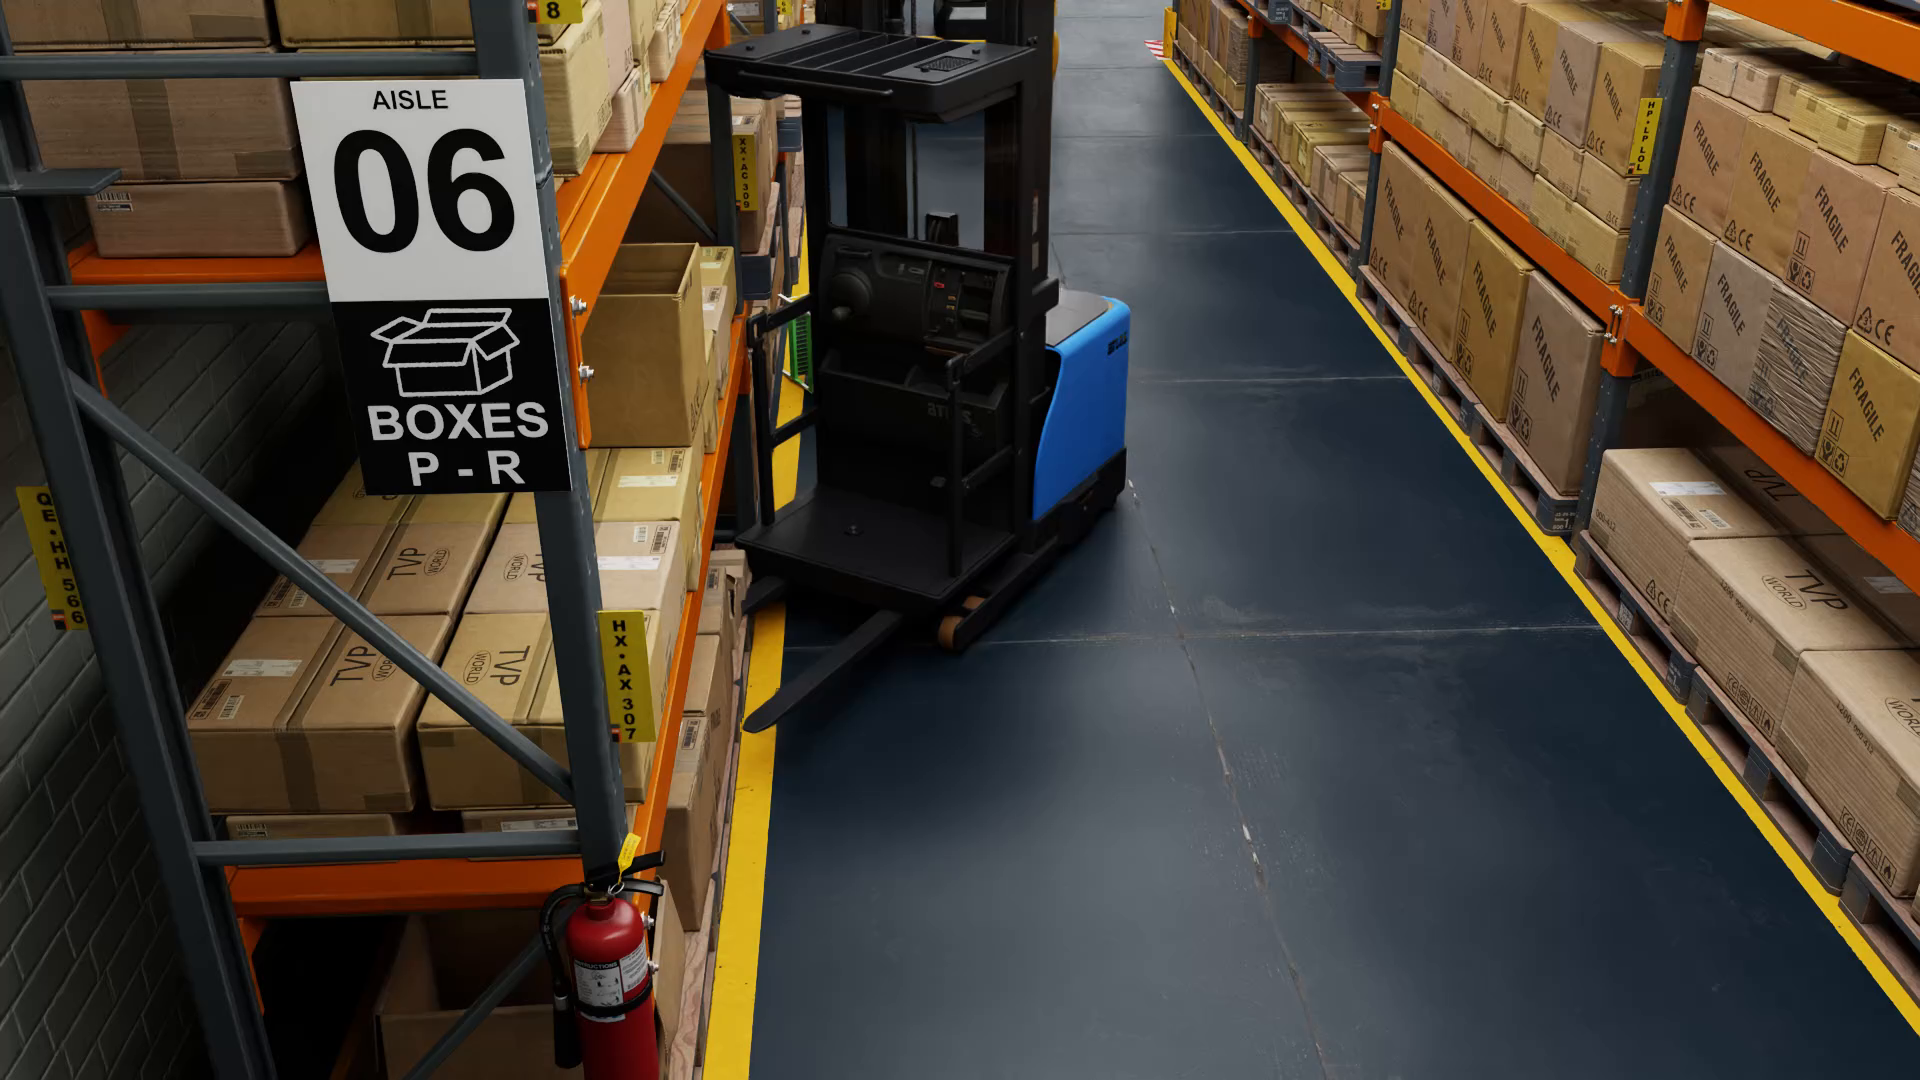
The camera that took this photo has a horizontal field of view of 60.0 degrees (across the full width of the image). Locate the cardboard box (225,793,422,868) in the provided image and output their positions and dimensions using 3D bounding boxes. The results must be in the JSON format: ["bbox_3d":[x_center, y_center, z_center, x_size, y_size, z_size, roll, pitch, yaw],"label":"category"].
[{"bbox_3d":[-1.532,0.653,4.026,0.380,0.149,0.250,-2,28,-3],"label":"cardboard box"}]

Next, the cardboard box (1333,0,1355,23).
[{"bbox_3d":[2.953,-3.932,11.661,0.500,0.500,0.500,-2,28,-3],"label":"cardboard box"}]

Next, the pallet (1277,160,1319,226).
[{"bbox_3d":[3.192,-2.814,13.418,1.003,0.211,1.213,-1,28,-3],"label":"pallet"}]

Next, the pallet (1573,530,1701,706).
[{"bbox_3d":[3.462,0.309,7.429,1.003,0.211,1.213,-1,28,-3],"label":"pallet"}]

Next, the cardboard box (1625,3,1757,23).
[{"bbox_3d":[3.687,-2.444,8.503,0.500,0.500,0.500,-2,28,-4],"label":"cardboard box"}]

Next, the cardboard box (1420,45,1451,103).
[{"bbox_3d":[3.098,-2.804,10.004,0.500,0.250,0.500,-1,28,-1],"label":"cardboard box"}]

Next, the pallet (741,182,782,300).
[{"bbox_3d":[-1.389,-1.445,7.985,1.003,0.211,1.213,-1,28,-3],"label":"pallet"}]

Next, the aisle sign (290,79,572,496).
[{"bbox_3d":[-0.950,-0.440,3.039,0.394,0.787,0.004,-1,28,-3],"label":"aisle sign"}]

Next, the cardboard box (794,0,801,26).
[{"bbox_3d":[-1.554,-4.328,13.467,0.500,0.250,0.500,-2,28,-3],"label":"cardboard box"}]

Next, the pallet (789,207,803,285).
[{"bbox_3d":[-1.669,-2.151,12.146,1.003,0.211,1.213,-1,28,-3],"label":"pallet"}]

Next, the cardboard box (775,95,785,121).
[{"bbox_3d":[-1.286,-2.646,9.788,0.500,0.250,0.500,-3,28,-5],"label":"cardboard box"}]

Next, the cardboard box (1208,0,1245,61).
[{"bbox_3d":[2.728,-5.012,16.324,0.500,0.500,0.500,0,28,0],"label":"cardboard box"}]

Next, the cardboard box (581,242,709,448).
[{"bbox_3d":[-1.080,-0.618,5.221,0.500,0.500,0.500,-1,28,-1],"label":"cardboard box"}]

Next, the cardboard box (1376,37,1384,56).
[{"bbox_3d":[3.040,-3.348,11.244,0.380,0.149,0.250,0,28,-1],"label":"cardboard box"}]

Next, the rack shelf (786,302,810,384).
[{"bbox_3d":[-0.894,-1.206,10.005,0.258,0.480,0.148,-16,32,-28],"label":"rack shelf"}]

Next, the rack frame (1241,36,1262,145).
[{"bbox_3d":[3.083,-4.975,14.545,1.000,3.000,0.127,-1,28,-3],"label":"rack frame"}]

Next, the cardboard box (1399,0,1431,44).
[{"bbox_3d":[3.074,-3.382,10.301,0.500,0.500,0.500,-2,28,-4],"label":"cardboard box"}]

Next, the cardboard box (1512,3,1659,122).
[{"bbox_3d":[3.185,-2.442,8.499,0.500,0.500,0.500,-1,28,-1],"label":"cardboard box"}]

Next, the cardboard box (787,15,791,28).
[{"bbox_3d":[-1.478,-3.845,12.001,0.500,0.250,0.500,-2,28,-4],"label":"cardboard box"}]

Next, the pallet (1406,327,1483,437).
[{"bbox_3d":[3.319,-0.963,9.869,1.003,0.211,1.213,-1,28,-3],"label":"pallet"}]

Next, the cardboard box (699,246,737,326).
[{"bbox_3d":[-1.186,-0.995,6.755,0.500,0.250,0.500,-1,28,-1],"label":"cardboard box"}]

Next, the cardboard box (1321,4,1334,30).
[{"bbox_3d":[2.862,-3.829,12.165,0.380,0.149,0.250,-1,28,-2],"label":"cardboard box"}]

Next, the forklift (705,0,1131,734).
[{"bbox_3d":[-0.317,-1.048,7.090,1.130,2.935,3.031,15,31,26],"label":"forklift"}]

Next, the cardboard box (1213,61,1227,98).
[{"bbox_3d":[2.746,-4.454,16.066,0.500,0.250,0.500,-2,28,-4],"label":"cardboard box"}]

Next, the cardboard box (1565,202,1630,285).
[{"bbox_3d":[3.226,-1.415,7.882,0.500,0.250,0.500,-2,28,-4],"label":"cardboard box"}]

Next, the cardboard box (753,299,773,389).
[{"bbox_3d":[-1.337,-1.182,9.521,0.500,0.500,0.500,-2,28,-4],"label":"cardboard box"}]

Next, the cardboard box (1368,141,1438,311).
[{"bbox_3d":[3.245,-2.051,10.782,0.875,0.875,0.875,-2,28,-3],"label":"cardboard box"}]

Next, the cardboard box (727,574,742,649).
[{"bbox_3d":[-1.115,0.282,6.968,0.396,0.266,0.258,0,28,-1],"label":"cardboard box"}]

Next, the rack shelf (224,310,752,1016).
[{"bbox_3d":[-1.351,0.084,5.624,1.077,0.370,4.000,-1,28,-3],"label":"rack shelf"}]

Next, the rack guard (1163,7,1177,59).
[{"bbox_3d":[2.878,-5.679,18.597,1.175,0.500,0.348,-1,28,-3],"label":"rack guard"}]

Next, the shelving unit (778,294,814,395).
[{"bbox_3d":[-0.673,-1.043,9.692,0.258,0.503,1.200,-16,32,-28],"label":"shelving unit"}]

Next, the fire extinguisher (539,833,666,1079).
[{"bbox_3d":[-0.778,0.945,3.682,0.296,0.674,0.183,-1,28,-3],"label":"fire extinguisher"}]

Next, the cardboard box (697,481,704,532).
[{"bbox_3d":[-1.042,-0.076,5.424,0.380,0.149,0.250,-1,28,-1],"label":"cardboard box"}]

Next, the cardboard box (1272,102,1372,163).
[{"bbox_3d":[3.154,-3.422,13.955,0.950,0.372,0.625,0,28,1],"label":"cardboard box"}]

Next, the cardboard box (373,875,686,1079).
[{"bbox_3d":[-1.184,1.324,4.713,0.797,0.503,0.637,-2,28,-5],"label":"cardboard box"}]

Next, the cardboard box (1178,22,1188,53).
[{"bbox_3d":[2.640,-5.410,17.898,0.500,0.250,0.500,-2,28,-3],"label":"cardboard box"}]

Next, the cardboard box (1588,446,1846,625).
[{"bbox_3d":[3.426,-0.038,7.396,0.875,0.438,0.875,-2,28,-3],"label":"cardboard box"}]

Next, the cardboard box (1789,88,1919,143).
[{"bbox_3d":[3.295,-1.552,6.092,0.380,0.149,0.250,-2,28,-3],"label":"cardboard box"}]

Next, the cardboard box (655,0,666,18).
[{"bbox_3d":[-1.109,-1.628,4.724,0.500,0.250,0.500,-2,28,-3],"label":"cardboard box"}]

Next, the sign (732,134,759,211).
[{"bbox_3d":[-0.914,-1.559,7.060,0.100,0.325,0.005,-1,28,-3],"label":"sign"}]

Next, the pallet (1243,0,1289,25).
[{"bbox_3d":[2.978,-4.533,13.906,1.003,0.211,1.213,-1,28,-3],"label":"pallet"}]

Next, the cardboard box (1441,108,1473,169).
[{"bbox_3d":[3.132,-2.350,9.674,0.500,0.250,0.500,0,28,-1],"label":"cardboard box"}]

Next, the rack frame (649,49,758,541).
[{"bbox_3d":[-1.456,-1.159,7.228,1.000,3.000,0.127,-1,28,-3],"label":"rack frame"}]

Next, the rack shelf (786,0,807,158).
[{"bbox_3d":[-1.769,-3.611,12.707,1.077,0.370,4.000,-1,28,-3],"label":"rack shelf"}]

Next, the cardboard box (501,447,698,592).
[{"bbox_3d":[-1.058,-0.060,4.962,0.500,0.250,0.500,-2,28,-4],"label":"cardboard box"}]

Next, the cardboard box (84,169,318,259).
[{"bbox_3d":[-1.495,-0.672,3.324,0.380,0.149,0.250,-1,28,-1],"label":"cardboard box"}]

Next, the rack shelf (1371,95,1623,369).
[{"bbox_3d":[3.396,-1.885,9.399,1.077,0.370,4.000,-1,28,-3],"label":"rack shelf"}]

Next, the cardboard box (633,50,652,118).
[{"bbox_3d":[-0.999,-1.161,4.260,0.380,0.149,0.250,-1,28,-3],"label":"cardboard box"}]

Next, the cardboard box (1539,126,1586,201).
[{"bbox_3d":[3.202,-1.864,8.202,0.500,0.250,0.500,-1,28,-1],"label":"cardboard box"}]

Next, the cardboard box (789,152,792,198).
[{"bbox_3d":[-1.761,-3.040,12.949,0.875,0.625,0.625,-2,28,-5],"label":"cardboard box"}]

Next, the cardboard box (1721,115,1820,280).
[{"bbox_3d":[3.304,-1.309,6.327,0.500,0.500,0.500,-2,28,-3],"label":"cardboard box"}]

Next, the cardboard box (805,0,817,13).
[{"bbox_3d":[-1.659,-5.203,16.421,0.500,0.250,0.500,-2,28,-4],"label":"cardboard box"}]

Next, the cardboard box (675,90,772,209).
[{"bbox_3d":[-1.285,-1.857,8.005,0.700,0.500,0.500,-1,28,-2],"label":"cardboard box"}]

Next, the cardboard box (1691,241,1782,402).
[{"bbox_3d":[3.286,-0.869,6.565,0.500,0.500,0.500,-1,28,-2],"label":"cardboard box"}]

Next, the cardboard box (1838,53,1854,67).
[{"bbox_3d":[3.835,-1.921,6.799,0.380,0.149,0.250,-2,28,-4],"label":"cardboard box"}]
